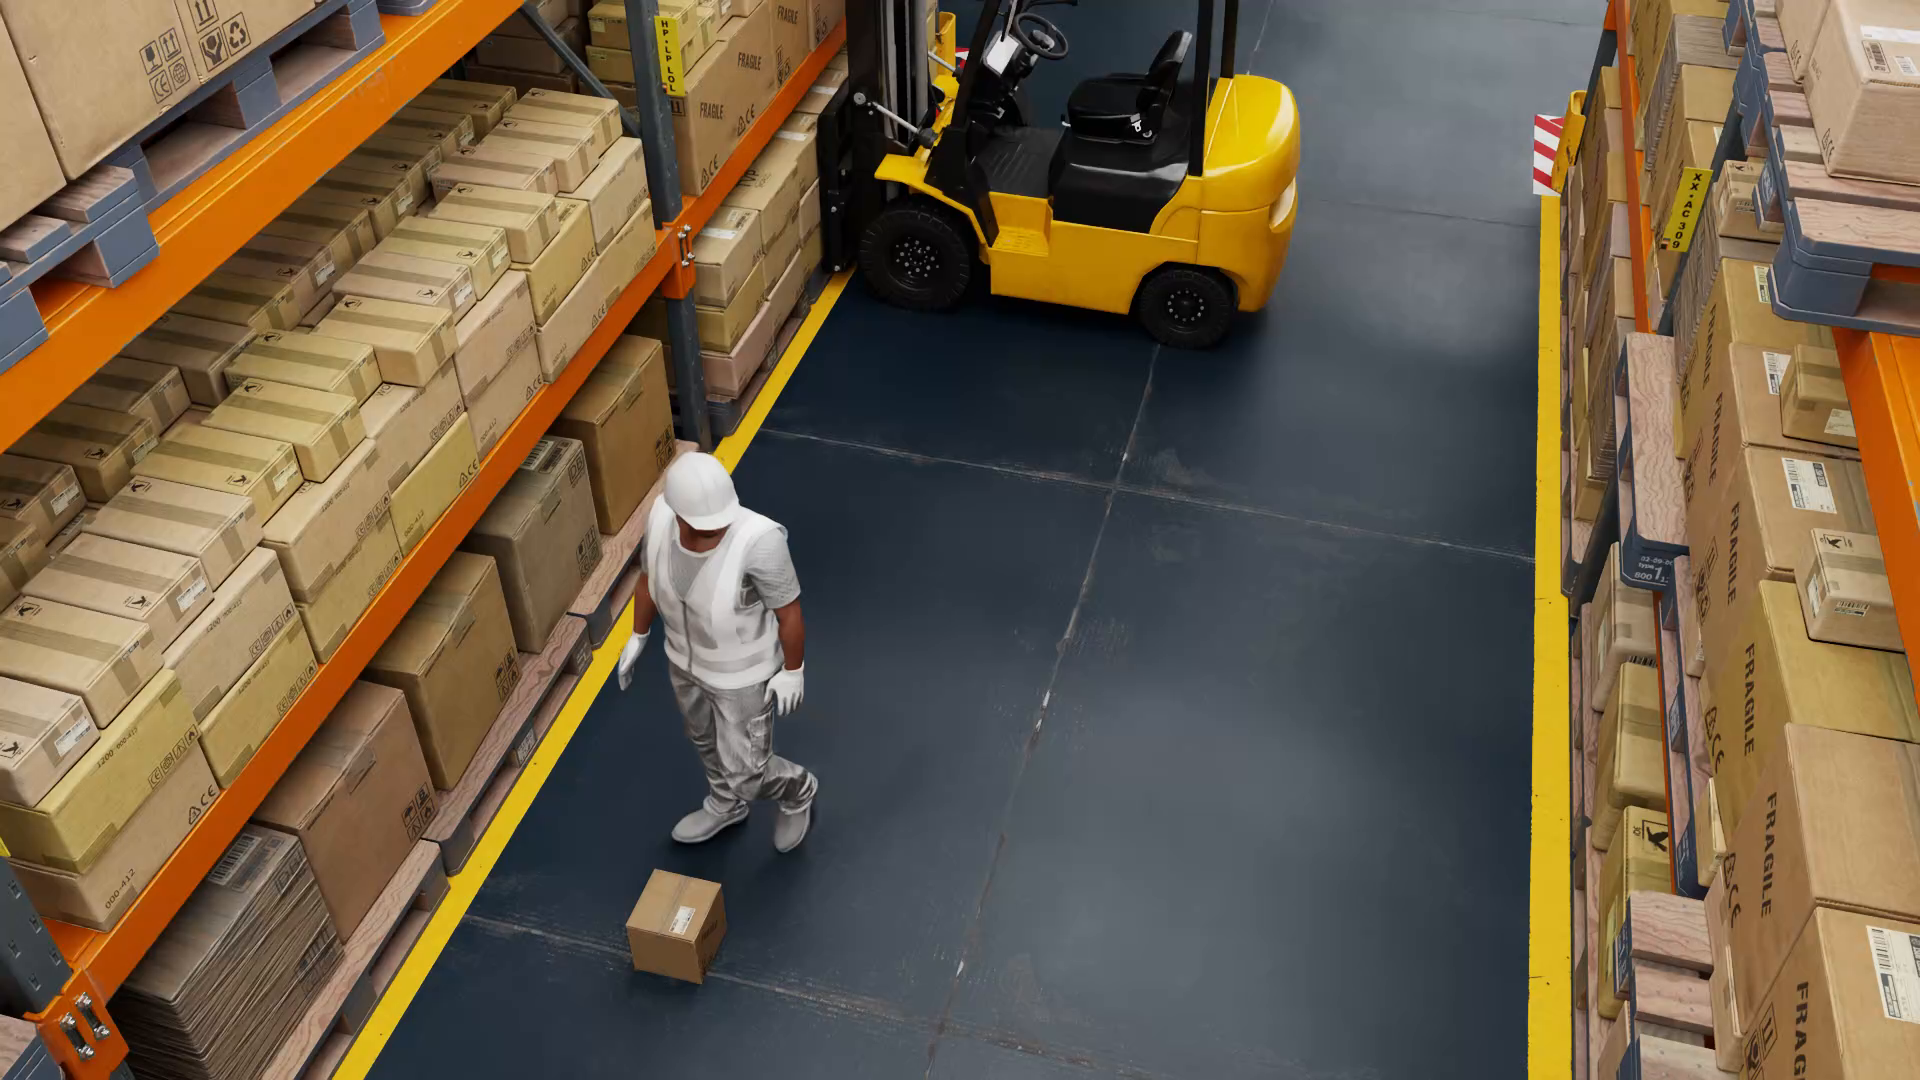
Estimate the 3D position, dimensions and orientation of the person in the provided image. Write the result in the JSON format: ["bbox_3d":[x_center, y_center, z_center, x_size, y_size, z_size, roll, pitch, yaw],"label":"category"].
[{"bbox_3d":[-0.820,0.403,5.638,0.621,1.780,0.481,27,47,27],"label":"person"}]
